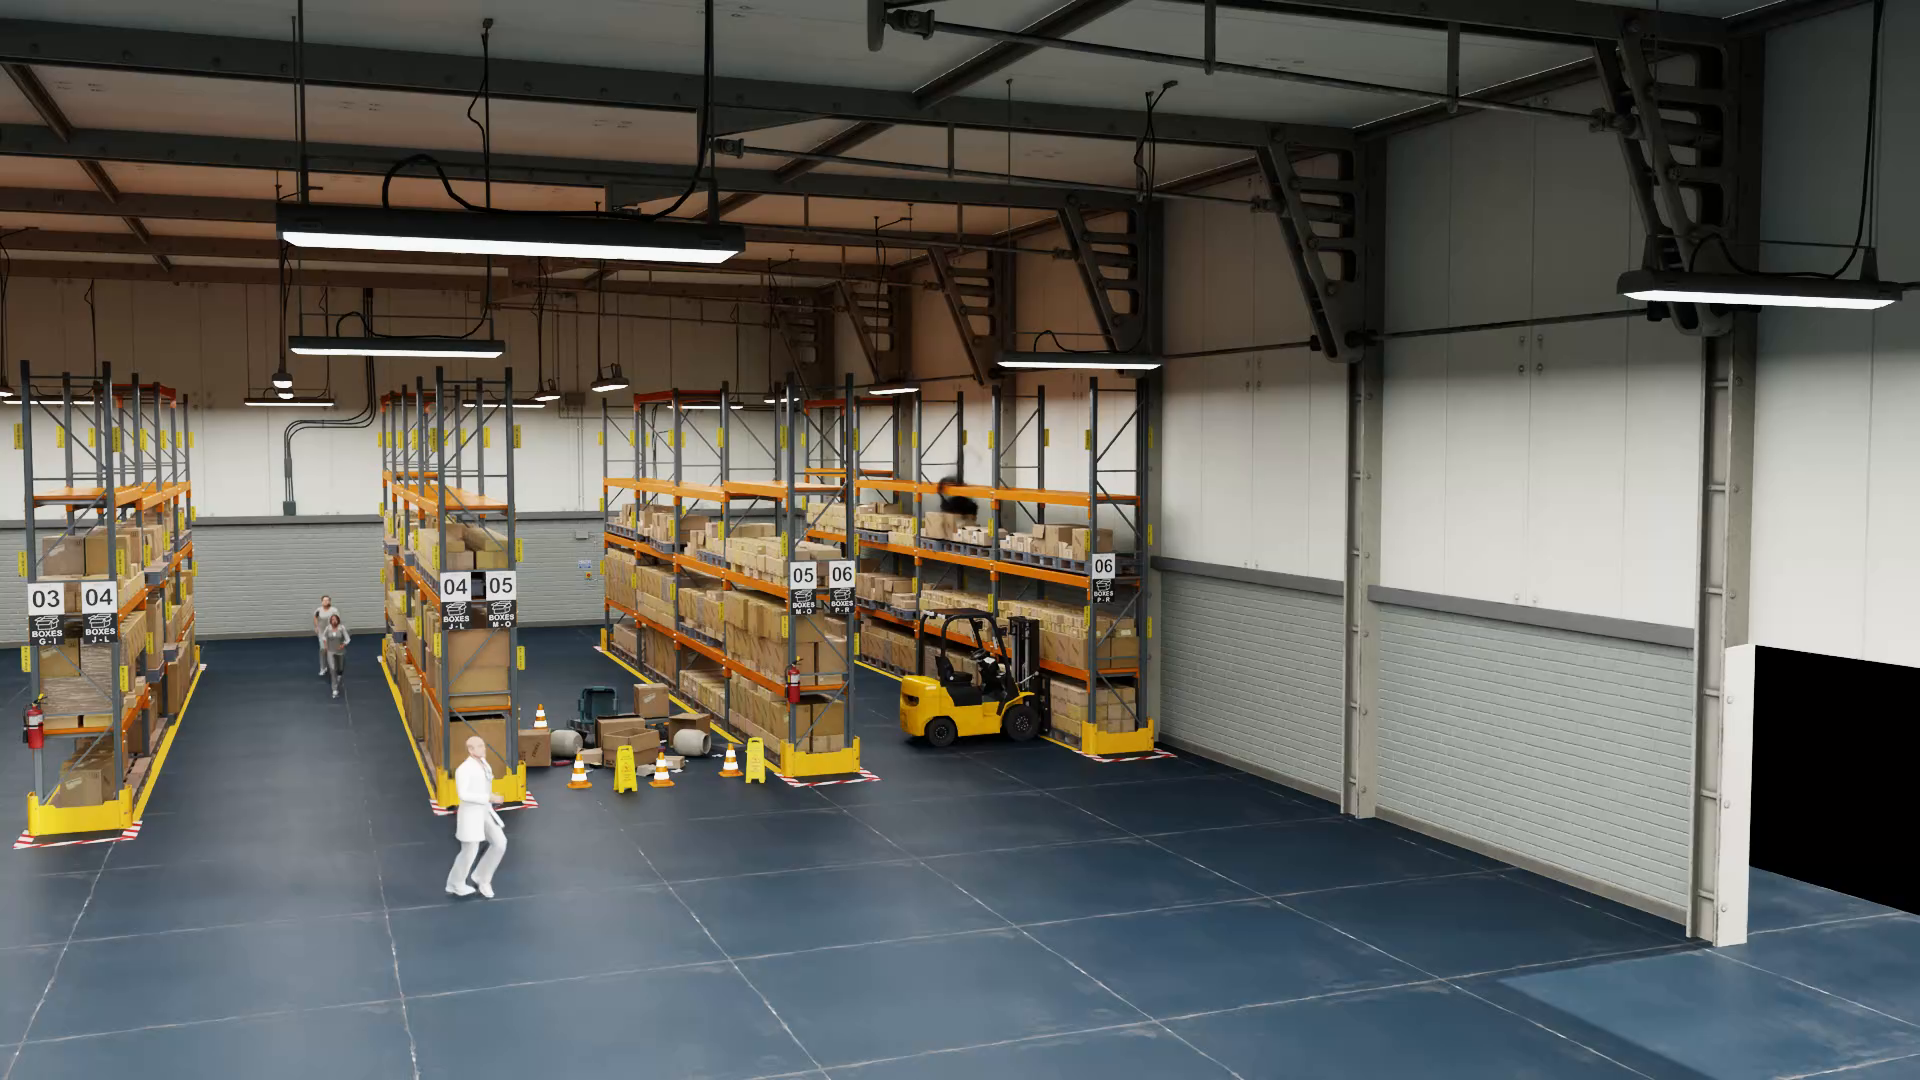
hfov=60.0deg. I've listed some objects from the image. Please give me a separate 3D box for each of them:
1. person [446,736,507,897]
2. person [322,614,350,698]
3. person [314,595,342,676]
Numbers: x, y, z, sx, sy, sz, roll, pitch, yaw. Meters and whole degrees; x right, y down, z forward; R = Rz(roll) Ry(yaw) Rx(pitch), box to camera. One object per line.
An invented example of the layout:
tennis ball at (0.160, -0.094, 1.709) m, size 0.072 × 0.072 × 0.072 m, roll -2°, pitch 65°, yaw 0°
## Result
person at (-5.248, 3.044, 18.141) m, size 0.780 × 1.831 × 0.740 m, roll 1°, pitch 4°, yaw 17°
person at (-12.282, 2.253, 32.760) m, size 0.508 × 1.590 × 1.014 m, roll -1°, pitch 4°, yaw -23°
person at (-13.537, 2.017, 35.620) m, size 0.562 × 1.686 × 0.808 m, roll -1°, pitch 4°, yaw -19°
